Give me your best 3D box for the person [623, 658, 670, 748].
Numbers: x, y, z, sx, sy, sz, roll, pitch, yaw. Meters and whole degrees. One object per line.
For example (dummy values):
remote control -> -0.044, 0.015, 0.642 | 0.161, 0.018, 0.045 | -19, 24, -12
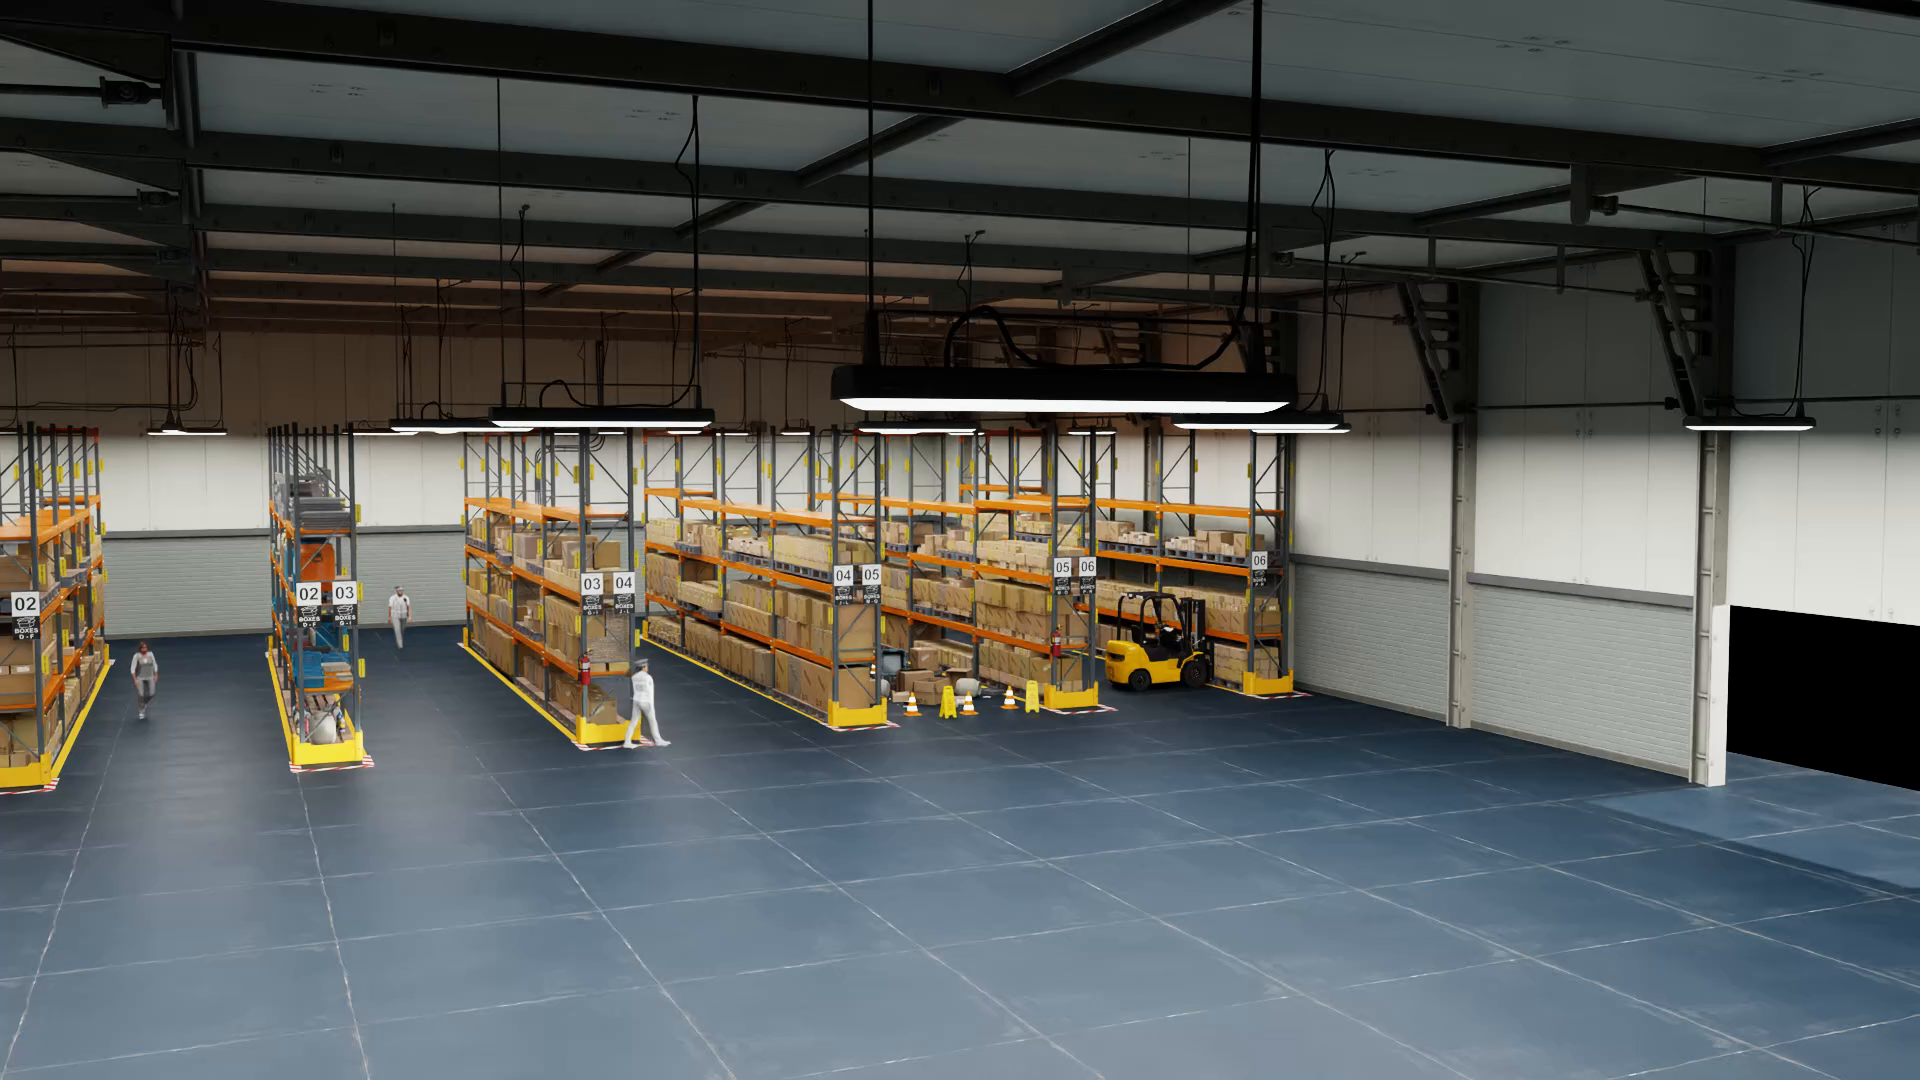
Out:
person -> -5.816, 3.003, 30.699 | 0.517, 1.631, 0.896 | 3, 5, 42

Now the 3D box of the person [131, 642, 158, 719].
person -> -16.749, 2.861, 34.129 | 0.508, 1.582, 0.494 | -2, 4, -35

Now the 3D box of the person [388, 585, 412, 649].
person -> -15.286, 2.080, 45.408 | 0.570, 1.703, 1.103 | -2, 4, -35
